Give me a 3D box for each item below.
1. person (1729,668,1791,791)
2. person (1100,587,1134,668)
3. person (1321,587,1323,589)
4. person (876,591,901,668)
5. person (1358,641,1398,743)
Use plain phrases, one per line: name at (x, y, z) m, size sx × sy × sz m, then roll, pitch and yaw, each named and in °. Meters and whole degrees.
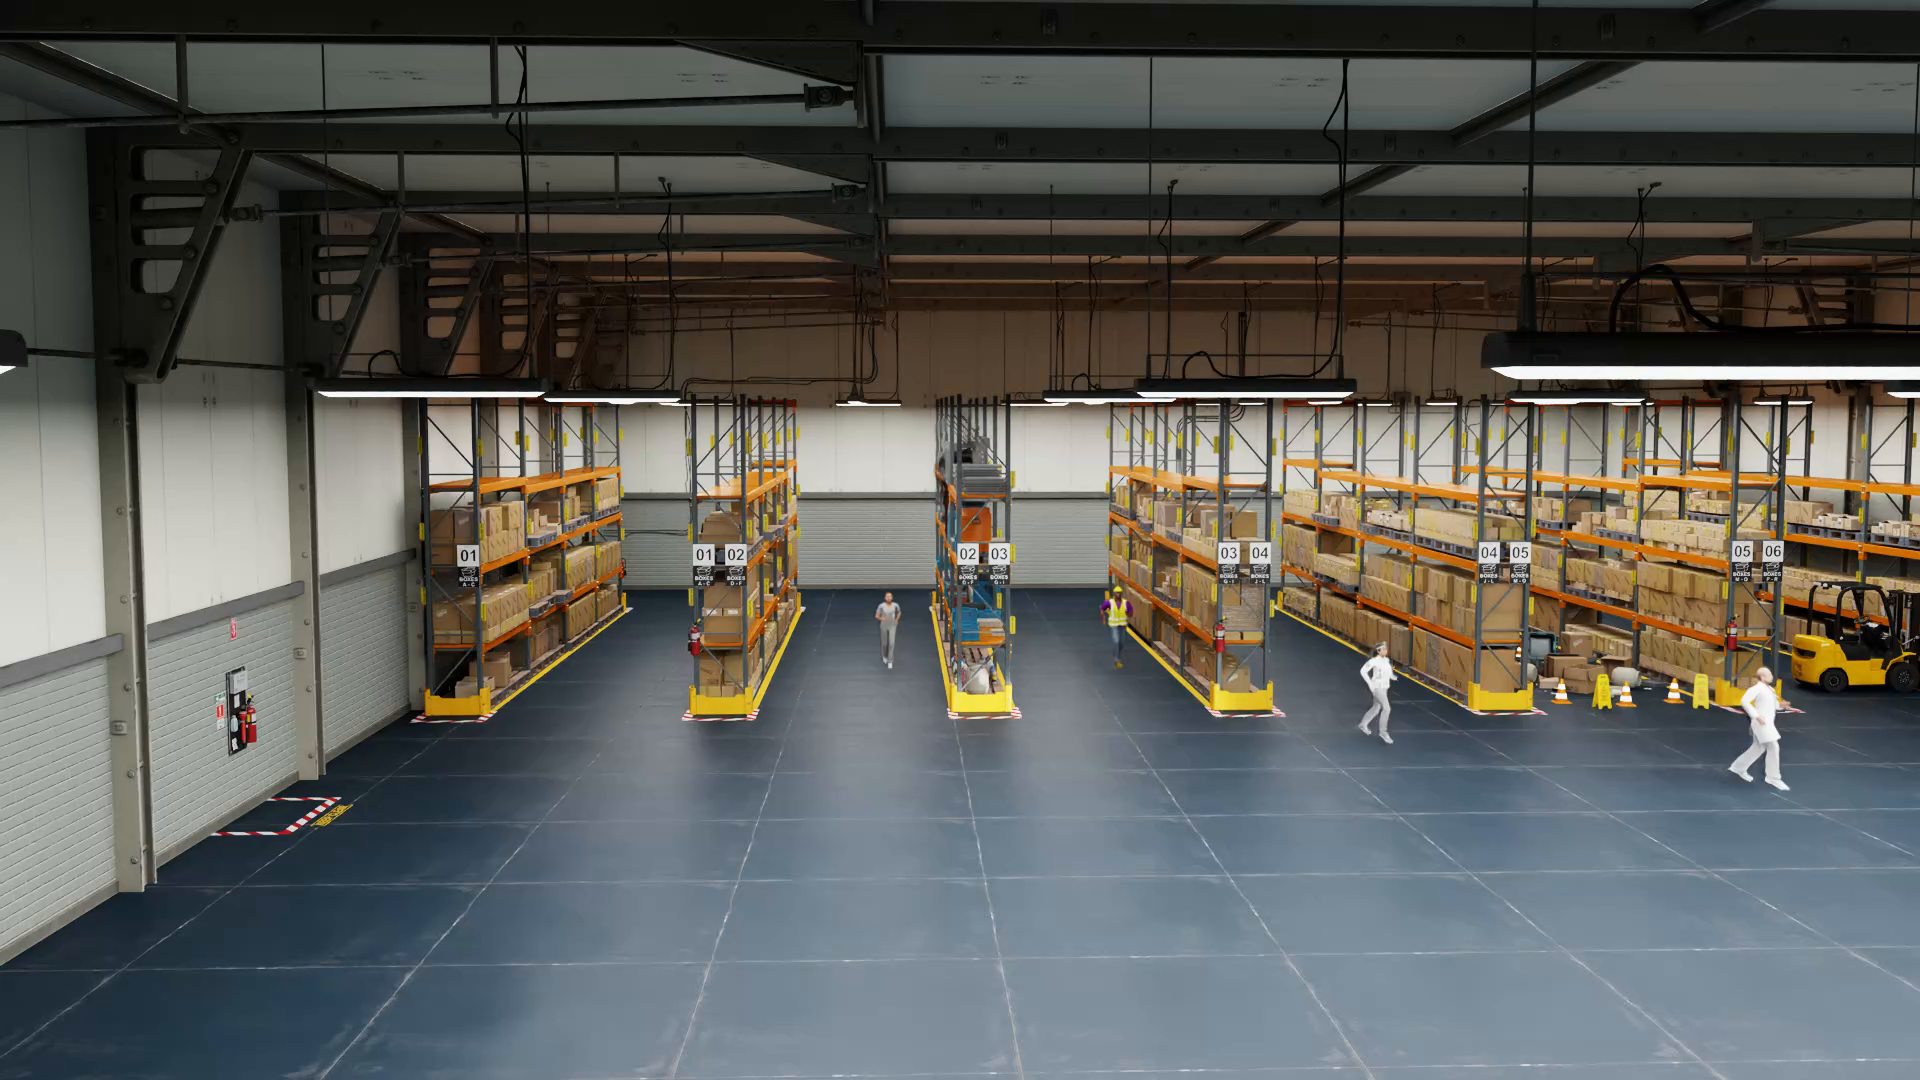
person at (12.164, 2.842, 25.248) m, size 0.875 × 1.824 × 0.694 m, roll 3°, pitch 5°, yaw 33°
person at (3.506, 1.907, 36.923) m, size 0.700 × 1.754 × 0.989 m, roll -1°, pitch 5°, yaw -11°
person at (10.570, 1.018, 48.826) m, size 0.591 × 1.718 × 0.692 m, roll 0°, pitch 5°, yaw -5°
person at (-1.585, 1.961, 36.855) m, size 0.575 × 1.658 × 0.897 m, roll -1°, pitch 5°, yaw -7°
person at (7.243, 2.610, 28.842) m, size 0.751 × 1.753 × 0.595 m, roll 4°, pitch 6°, yaw 43°
